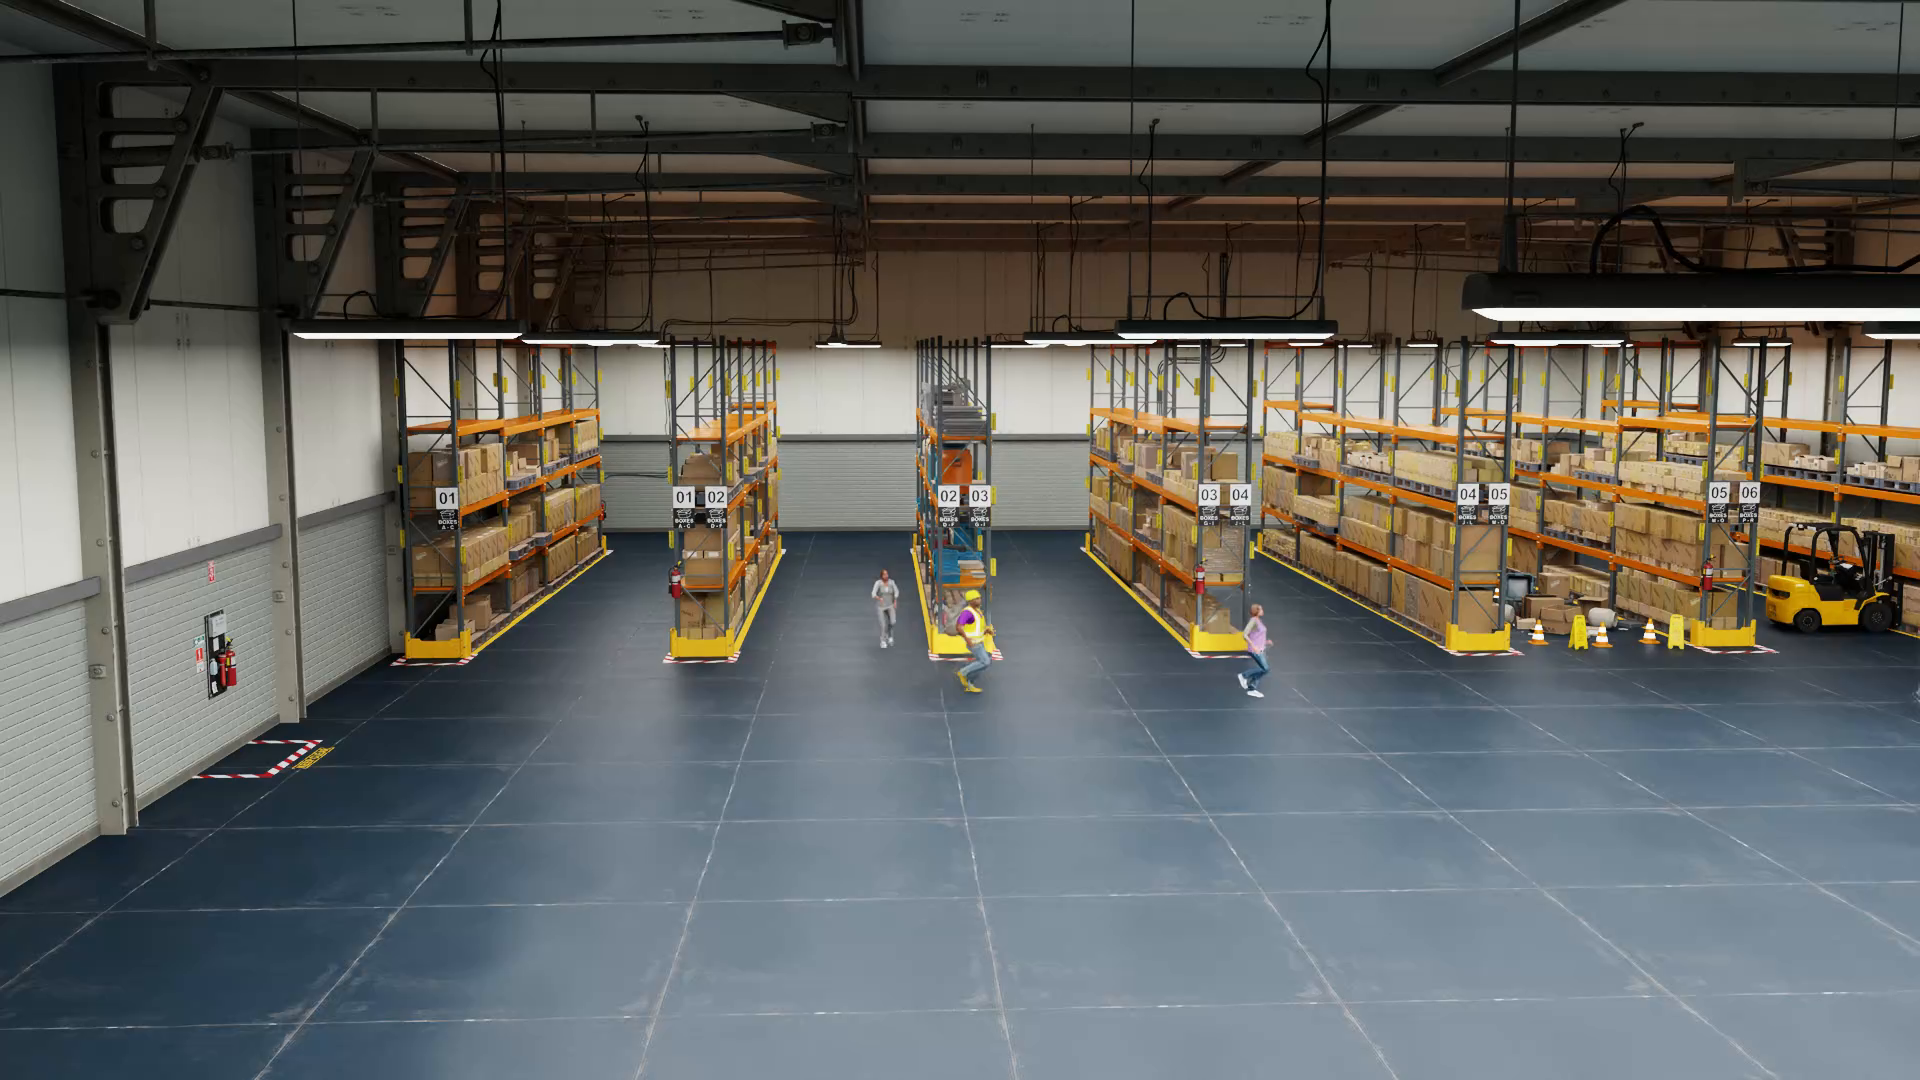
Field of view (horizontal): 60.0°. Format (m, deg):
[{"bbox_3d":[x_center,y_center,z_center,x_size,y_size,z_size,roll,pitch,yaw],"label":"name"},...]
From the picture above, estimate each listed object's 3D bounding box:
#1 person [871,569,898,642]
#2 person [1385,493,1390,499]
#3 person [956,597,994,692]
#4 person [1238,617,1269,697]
[{"bbox_3d":[-1.427,1.276,31.980,0.559,1.473,0.648,-1,7,-13],"label":"person"},{"bbox_3d":[12.682,-1.117,49.424,0.582,0.965,0.687,1,7,5],"label":"person"},{"bbox_3d":[0.263,1.723,27.893,0.576,1.680,0.698,2,7,16],"label":"person"},{"bbox_3d":[4.903,1.938,27.615,0.508,1.336,0.347,3,7,24],"label":"person"}]
